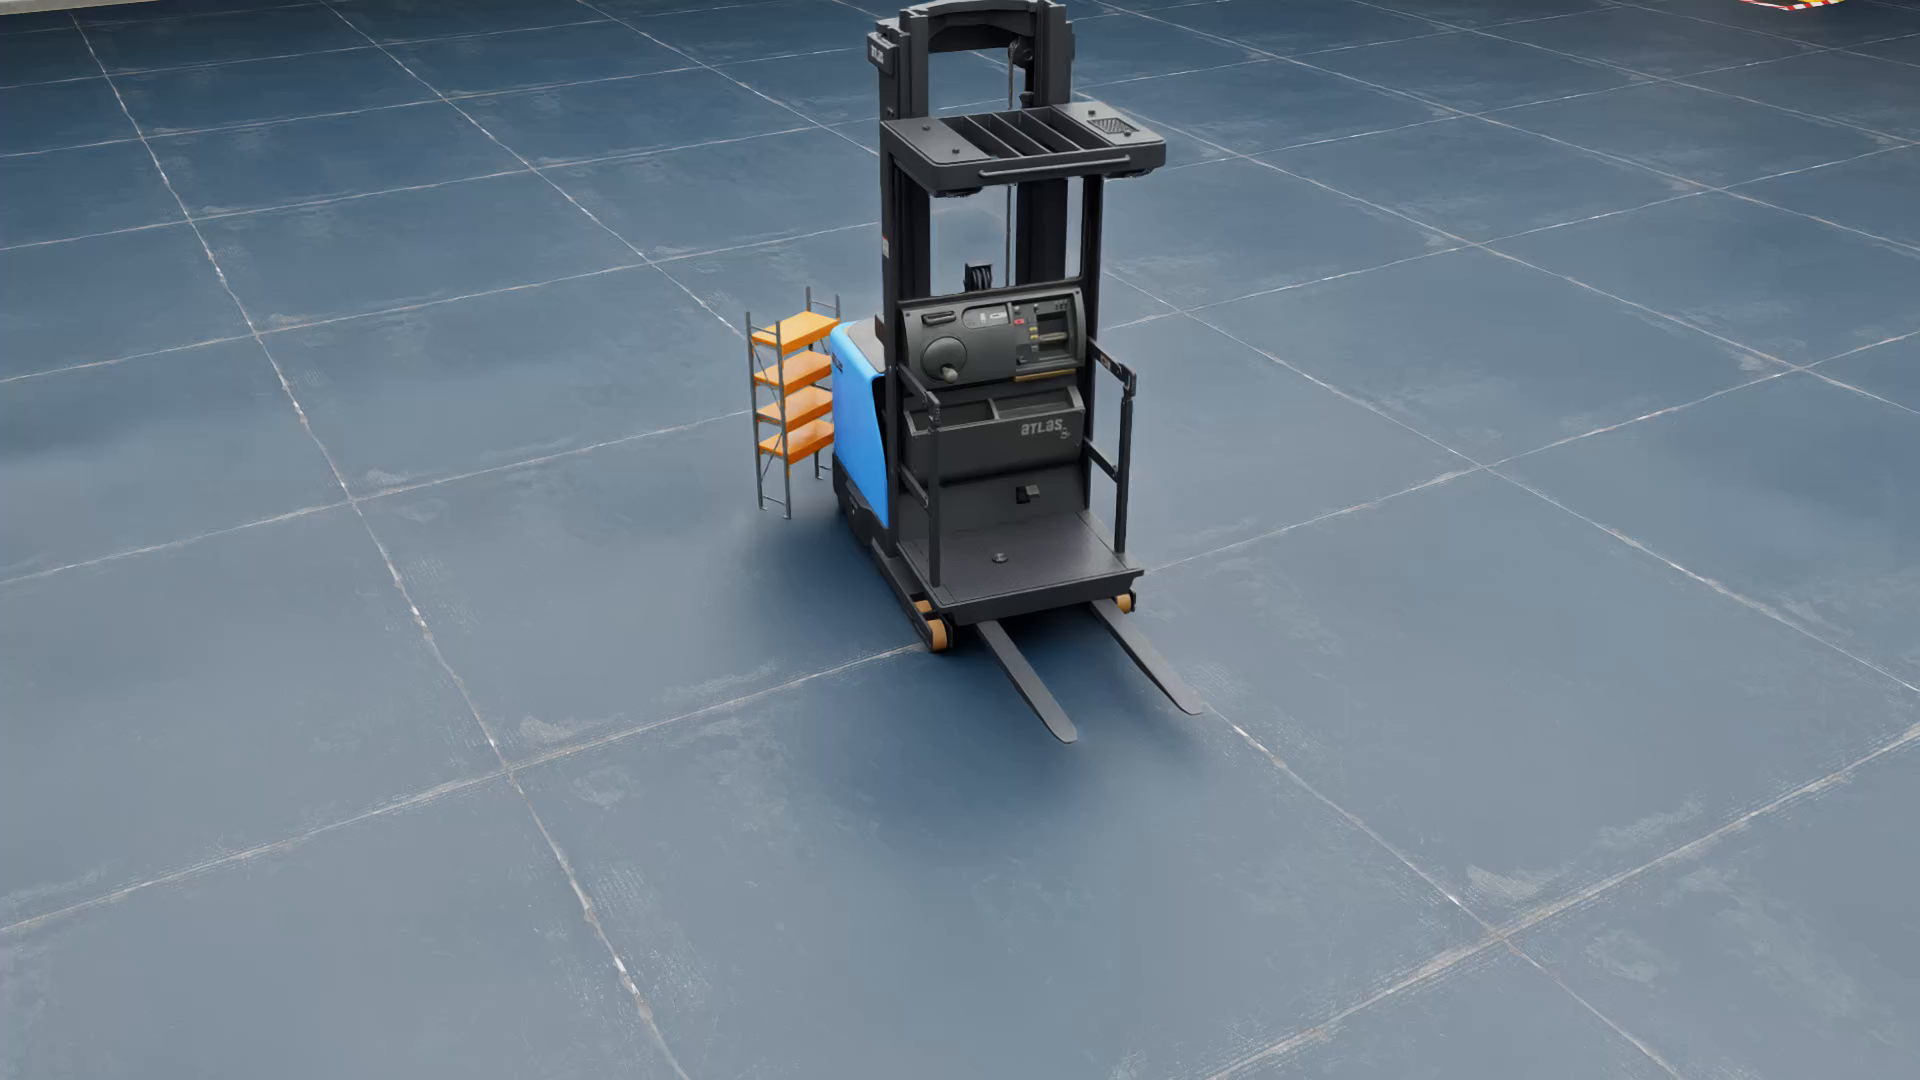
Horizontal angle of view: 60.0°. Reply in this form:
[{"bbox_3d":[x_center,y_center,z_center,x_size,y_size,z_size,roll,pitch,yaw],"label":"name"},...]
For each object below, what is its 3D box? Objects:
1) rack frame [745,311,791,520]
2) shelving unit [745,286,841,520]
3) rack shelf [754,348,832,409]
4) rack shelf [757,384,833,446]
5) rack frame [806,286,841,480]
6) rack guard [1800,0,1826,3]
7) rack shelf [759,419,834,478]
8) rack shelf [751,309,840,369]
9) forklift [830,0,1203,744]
[{"bbox_3d":[-1.061,-0.679,9.237,0.240,1.200,0.015,20,35,32],"label":"rack frame"},{"bbox_3d":[-0.914,-0.773,9.407,0.258,1.200,0.503,20,35,32],"label":"shelving unit"},{"bbox_3d":[-0.914,-0.910,9.332,0.258,0.148,0.480,20,35,32],"label":"rack shelf"},{"bbox_3d":[-0.914,-0.714,9.440,0.258,0.148,0.480,20,35,32],"label":"rack shelf"},{"bbox_3d":[-0.767,-0.867,9.578,0.240,1.200,0.015,20,35,32],"label":"rack frame"},{"bbox_3d":[11.276,-7.704,22.692,0.348,0.500,1.175,-16,33,-26],"label":"rack guard"},{"bbox_3d":[-0.913,-0.540,9.535,0.258,0.148,0.480,20,35,32],"label":"rack shelf"},{"bbox_3d":[-0.915,-1.117,9.218,0.258,0.148,0.480,20,35,32],"label":"rack shelf"},{"bbox_3d":[0.249,-0.952,7.942,1.130,2.935,3.031,-10,30,-18],"label":"forklift"}]
